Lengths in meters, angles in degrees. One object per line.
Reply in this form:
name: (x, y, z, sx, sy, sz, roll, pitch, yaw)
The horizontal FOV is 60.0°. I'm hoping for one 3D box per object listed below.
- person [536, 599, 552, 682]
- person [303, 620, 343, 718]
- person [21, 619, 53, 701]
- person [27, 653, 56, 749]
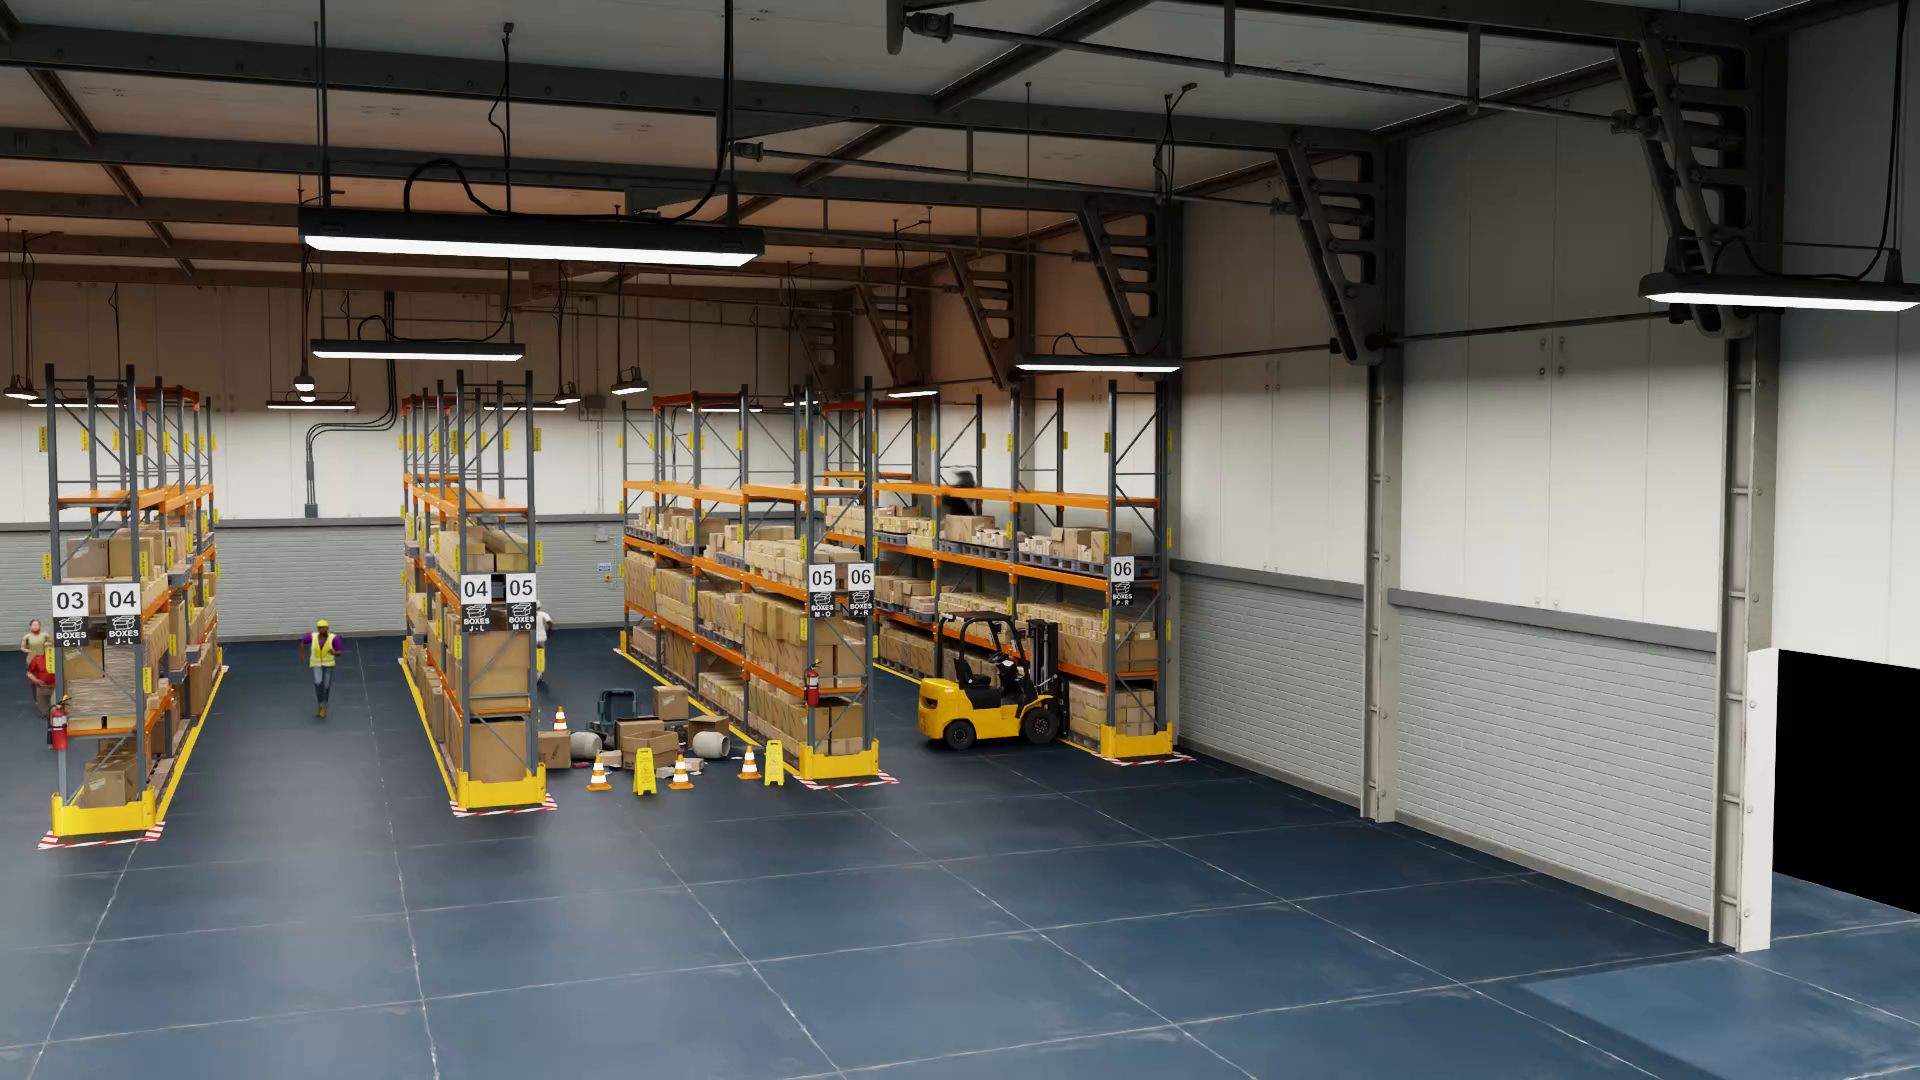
person: (-8.780, 2.124, 34.355, 0.661, 1.812, 1.045, -1, 4, -21)
person: (-11.698, 2.345, 30.558, 0.679, 1.790, 0.791, -1, 4, -21)
person: (-17.516, 2.288, 31.577, 0.555, 1.571, 0.615, -2, 4, -26)
person: (-15.173, 2.639, 27.685, 0.599, 1.550, 1.140, -1, 4, -18)
